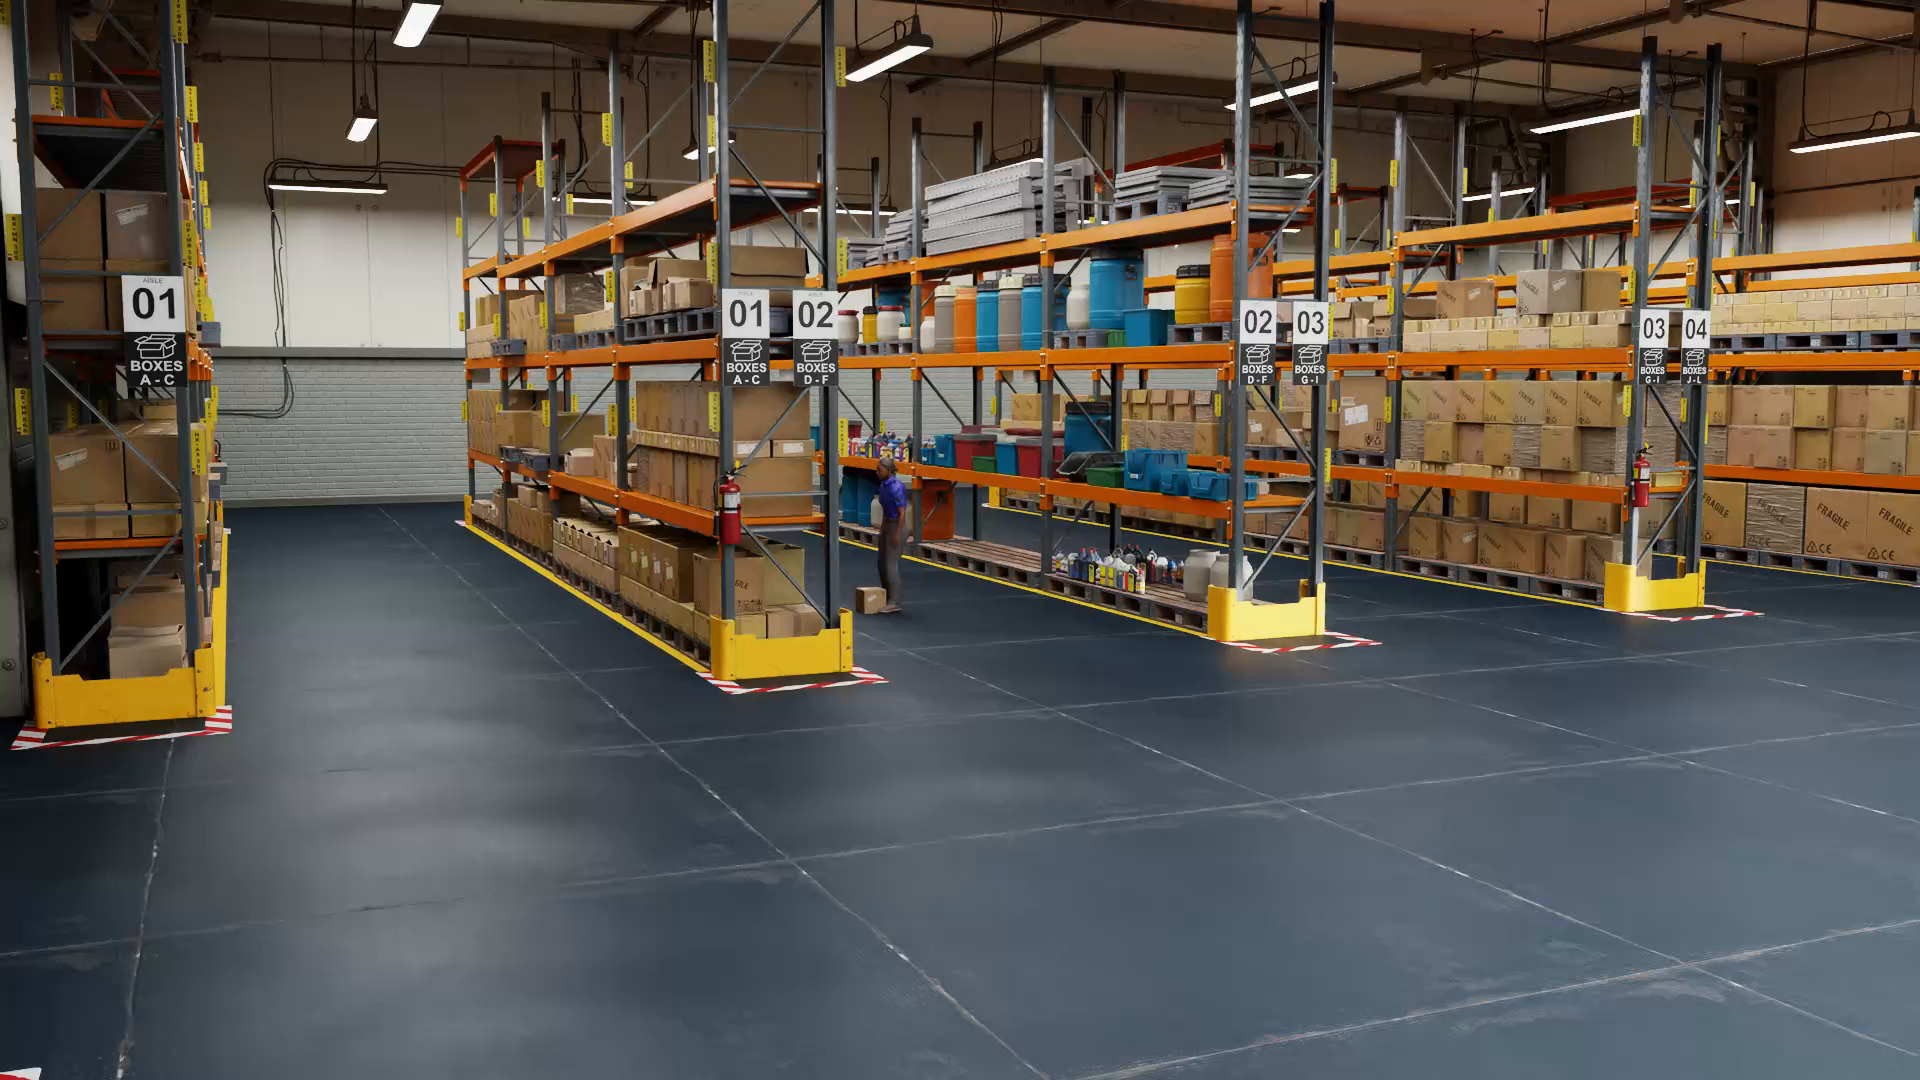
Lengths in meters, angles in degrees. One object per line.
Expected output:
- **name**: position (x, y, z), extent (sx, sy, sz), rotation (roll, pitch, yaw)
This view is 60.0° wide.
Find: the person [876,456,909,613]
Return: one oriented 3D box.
- **person**: position (-0.759, -0.066, 17.716), extent (0.395, 1.654, 0.503), rotation (-2, 6, -24)
